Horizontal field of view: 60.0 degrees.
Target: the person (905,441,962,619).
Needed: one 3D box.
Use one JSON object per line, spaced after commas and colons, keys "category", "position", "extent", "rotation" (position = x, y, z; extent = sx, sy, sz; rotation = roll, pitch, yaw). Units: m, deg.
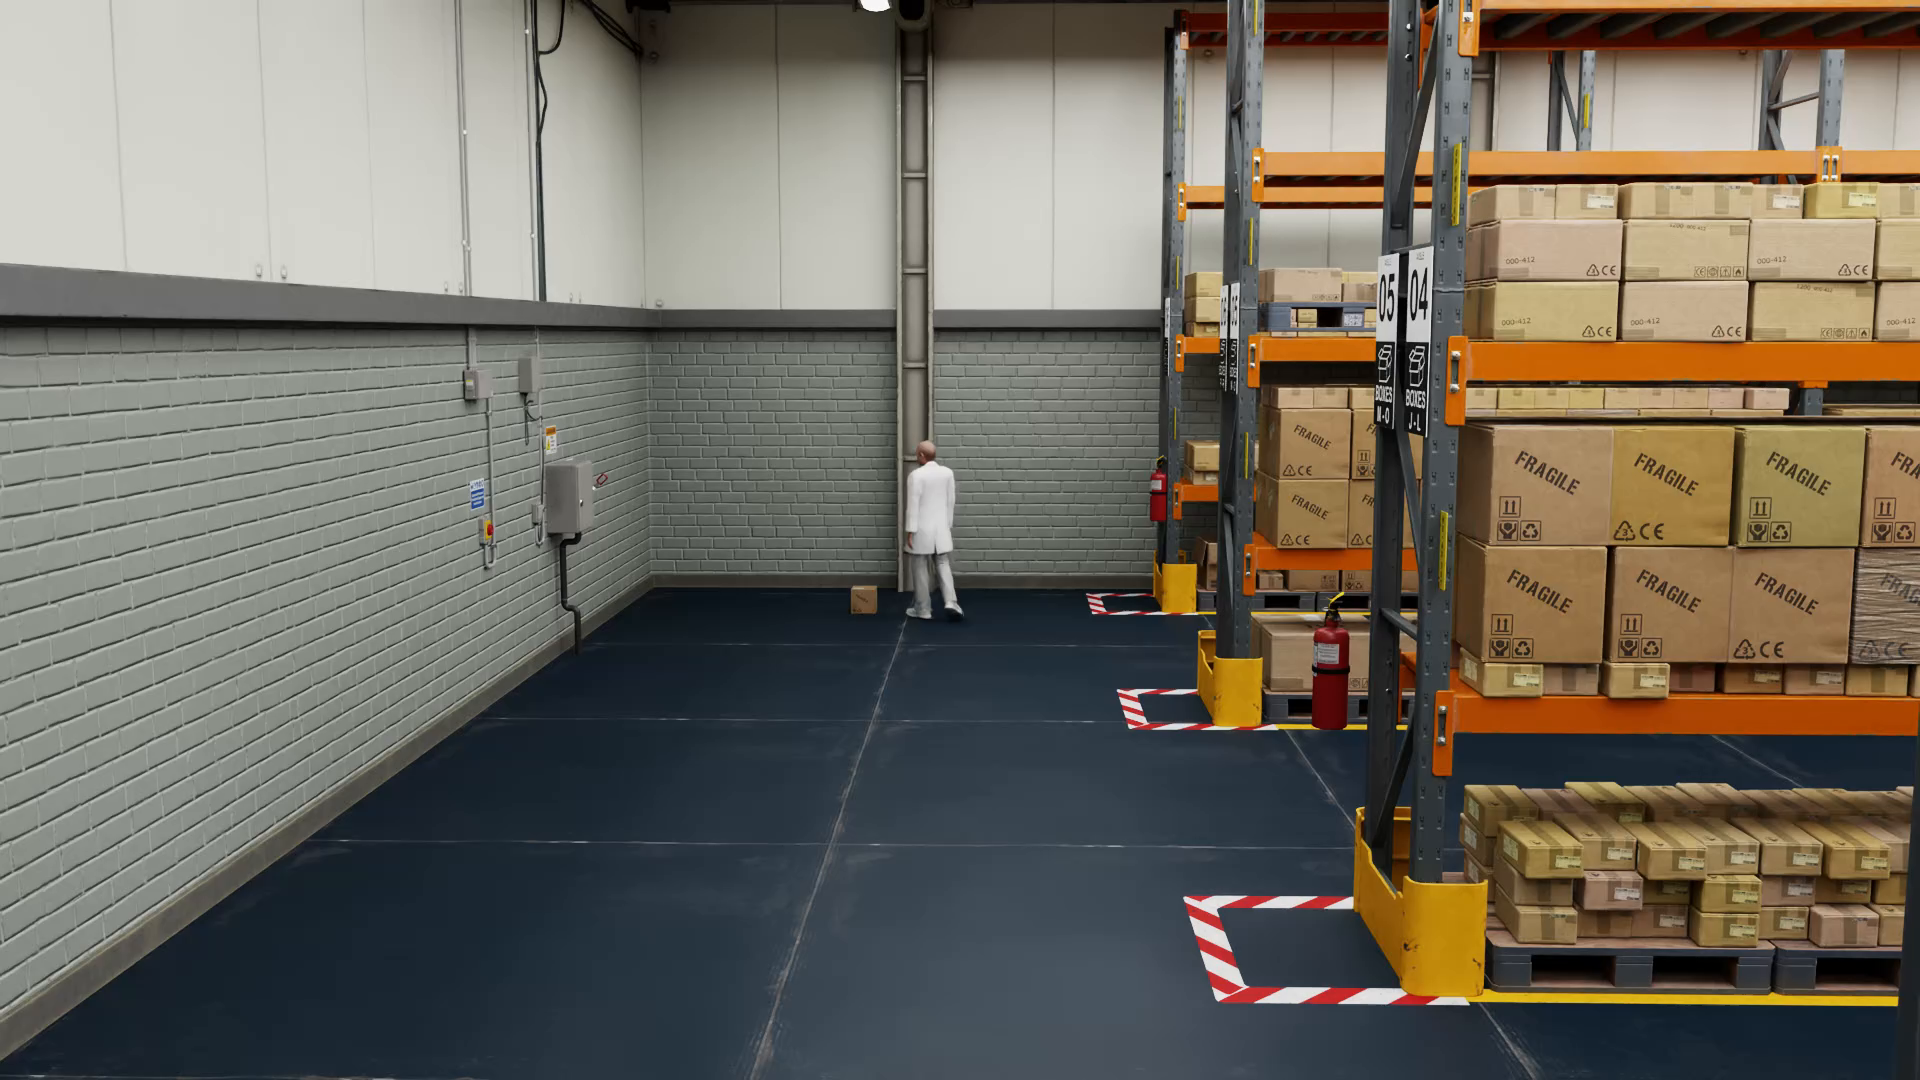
{"category": "person", "position": [-0.293, -0.097, 16.551], "extent": [0.586, 1.780, 0.665], "rotation": [-4, 8, -30]}
